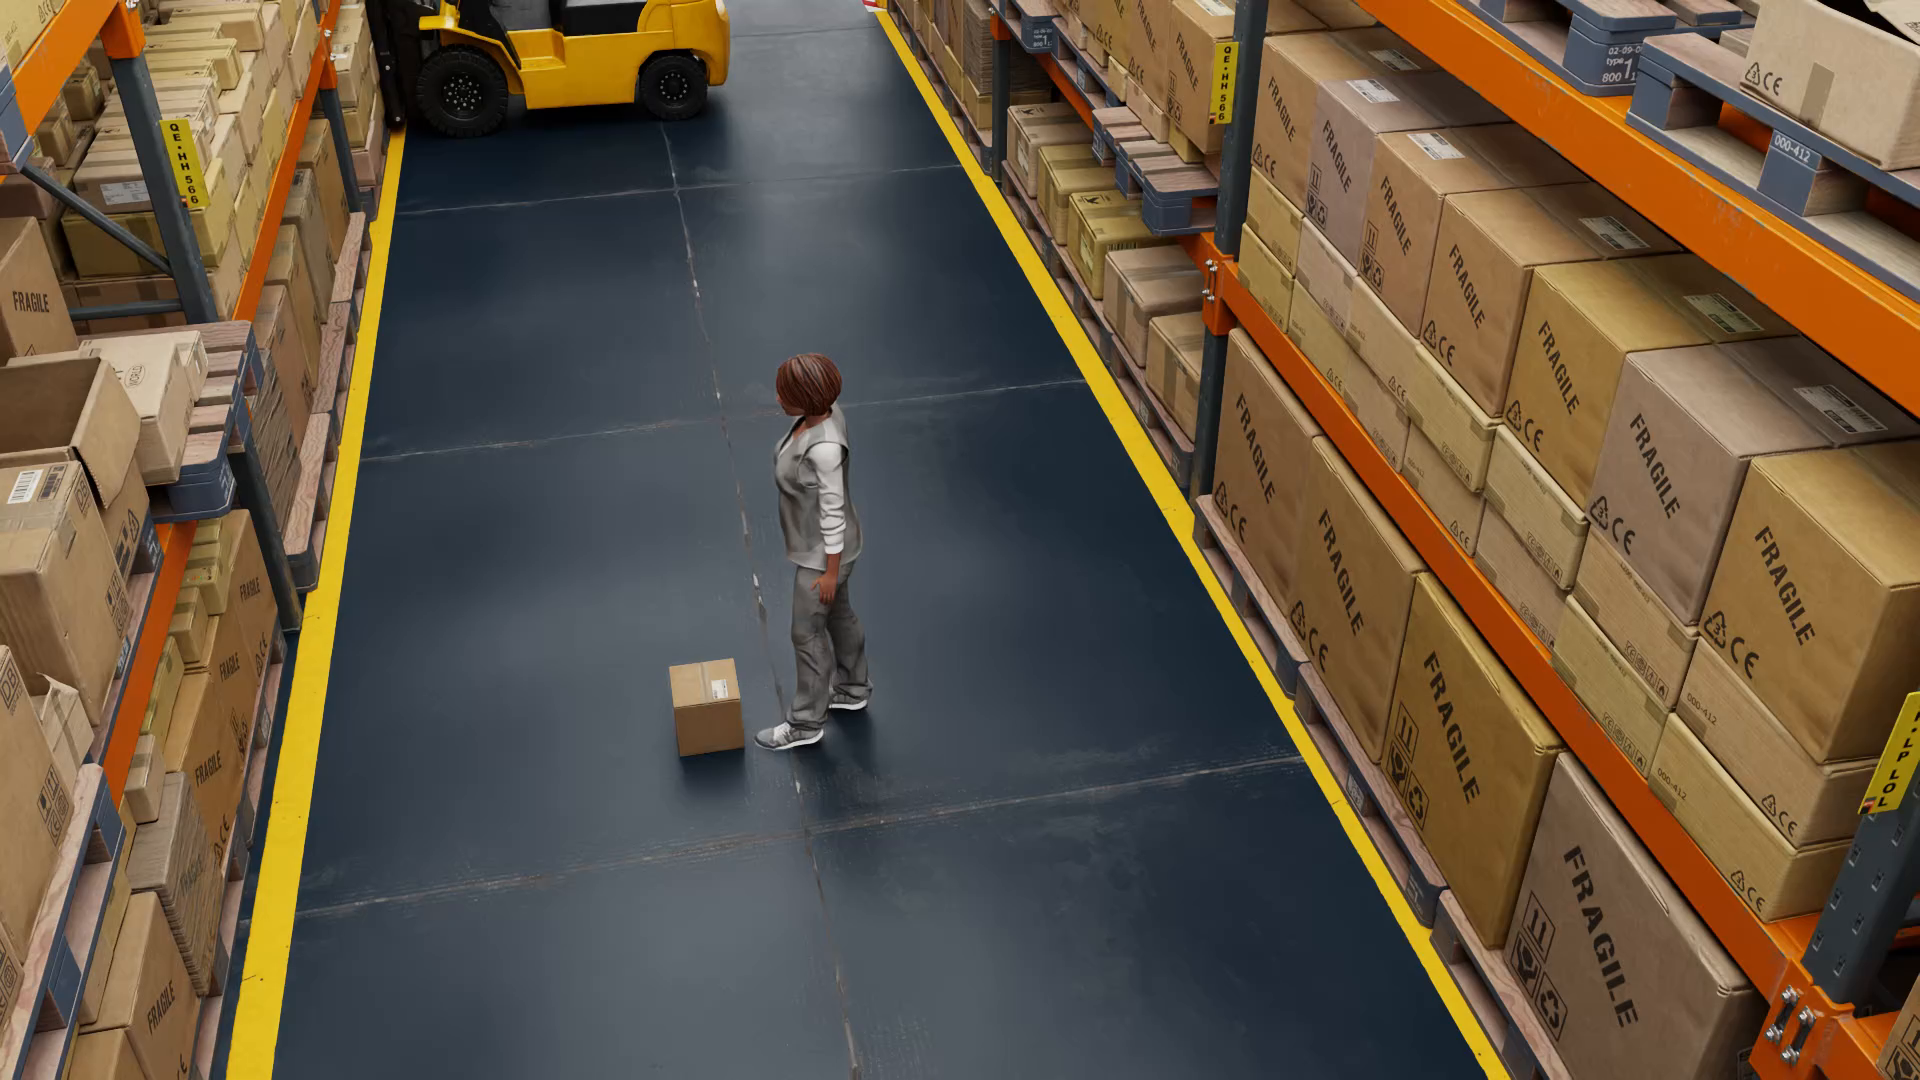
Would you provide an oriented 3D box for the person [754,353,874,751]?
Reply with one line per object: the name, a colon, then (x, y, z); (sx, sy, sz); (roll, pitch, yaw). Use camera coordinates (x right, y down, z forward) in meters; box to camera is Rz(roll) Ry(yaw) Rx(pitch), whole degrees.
person: (-0.573, 0.033, 6.106); (0.473, 1.615, 0.441); (-3, 35, -4)
